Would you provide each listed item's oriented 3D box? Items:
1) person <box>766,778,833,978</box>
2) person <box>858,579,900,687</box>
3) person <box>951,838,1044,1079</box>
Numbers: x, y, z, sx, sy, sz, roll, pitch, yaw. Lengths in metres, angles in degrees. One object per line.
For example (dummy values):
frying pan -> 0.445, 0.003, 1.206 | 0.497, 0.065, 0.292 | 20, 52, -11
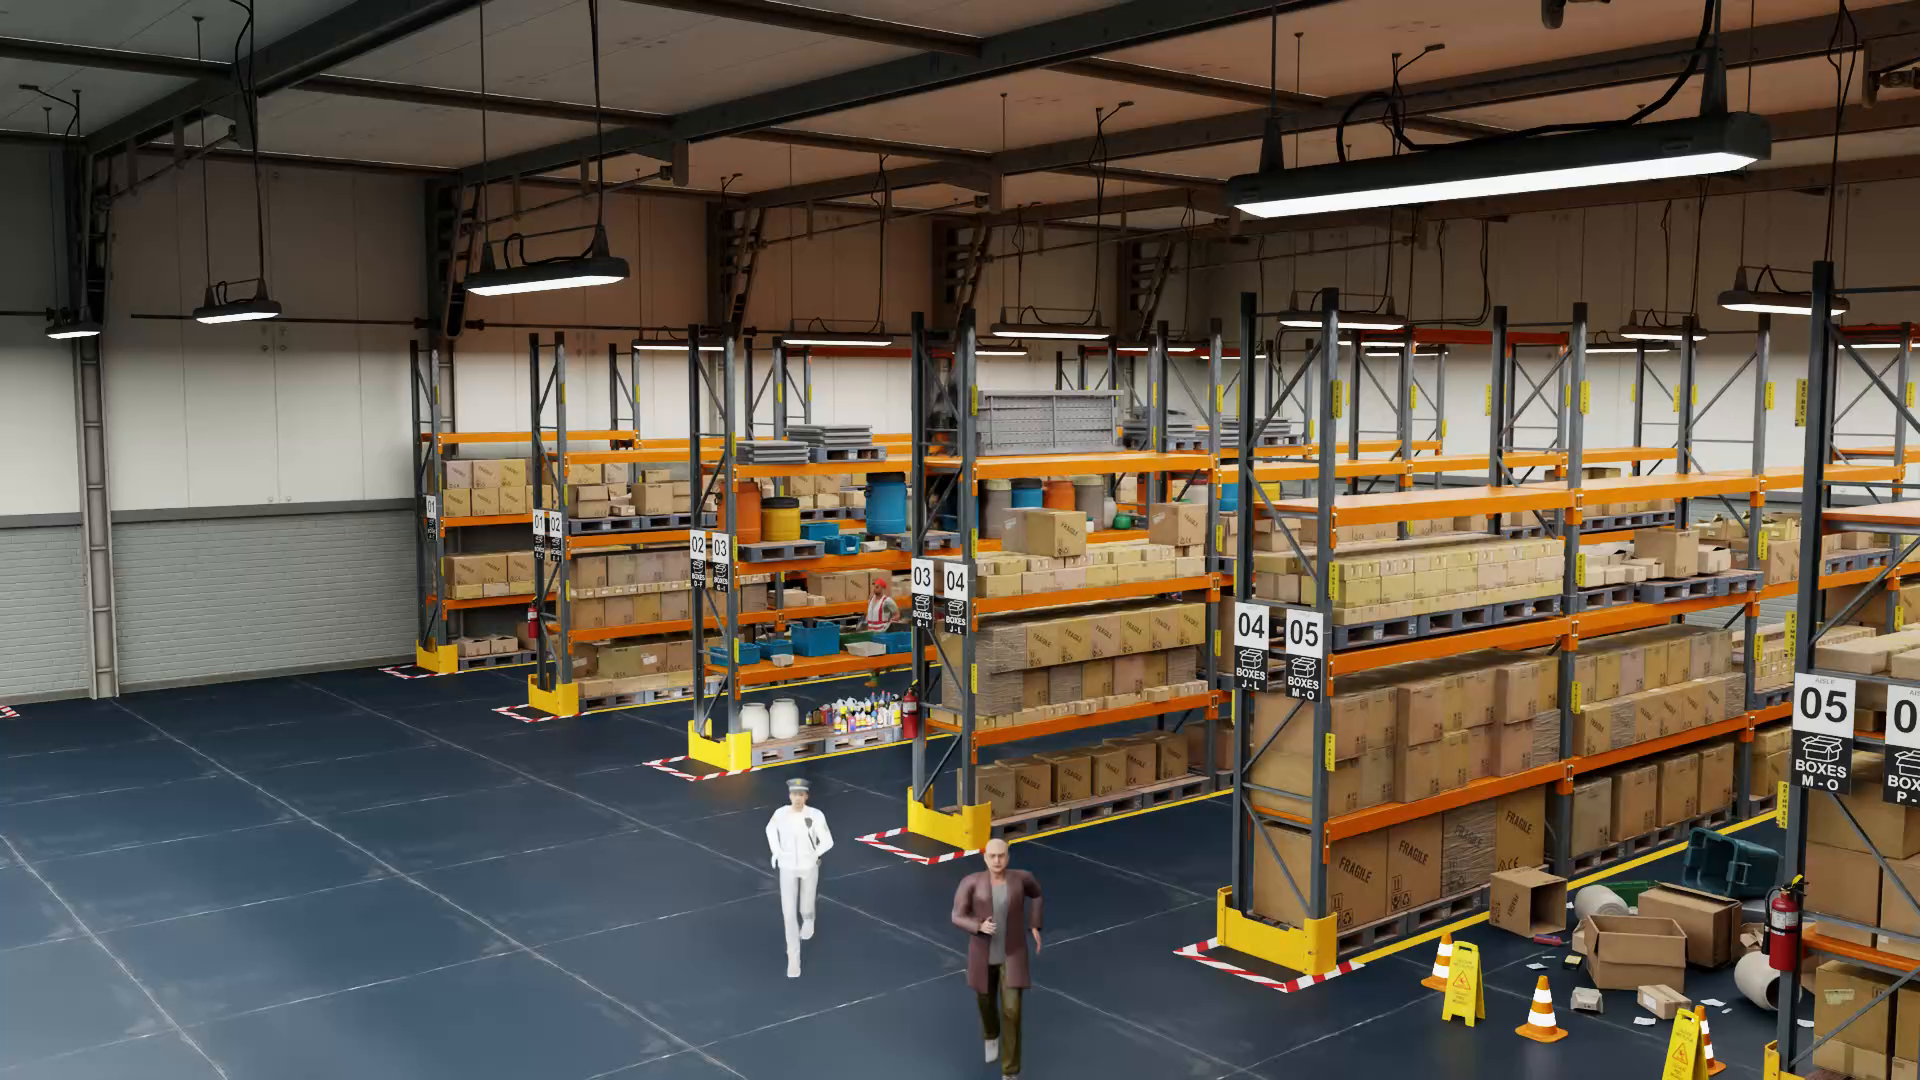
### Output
person -> -1.443, 2.951, 14.908 | 0.618, 1.703, 0.904 | 0, 5, 0
person -> -1.284, 1.501, 27.072 | 0.656, 1.756, 0.741 | 5, 7, 42
person -> 0.280, 3.143, 12.379 | 0.677, 1.788, 0.929 | 0, 5, 4
